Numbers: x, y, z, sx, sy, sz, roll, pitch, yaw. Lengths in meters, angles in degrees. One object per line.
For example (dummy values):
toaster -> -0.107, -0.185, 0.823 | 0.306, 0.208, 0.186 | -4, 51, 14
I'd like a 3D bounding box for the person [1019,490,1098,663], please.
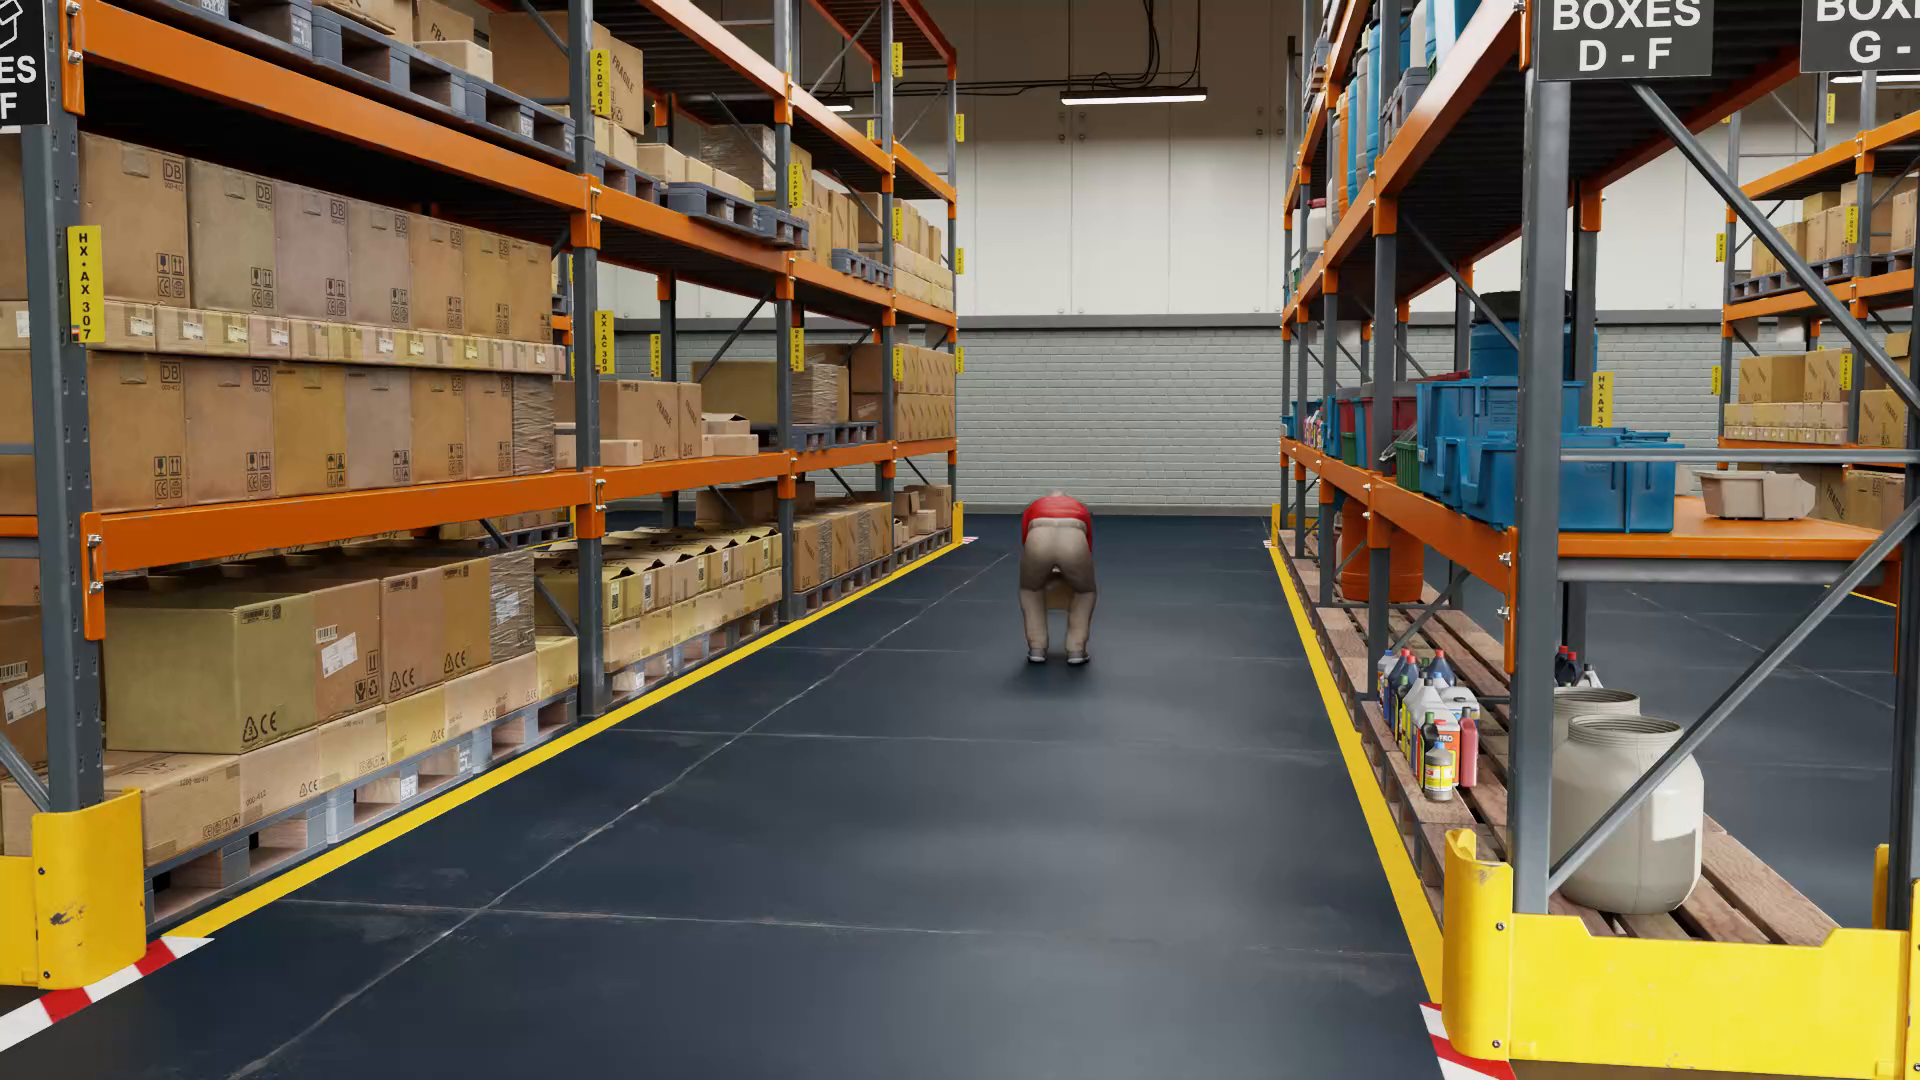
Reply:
person -> 0.646, 0.234, 10.897 | 0.515, 1.087, 0.942 | 0, 4, 6
